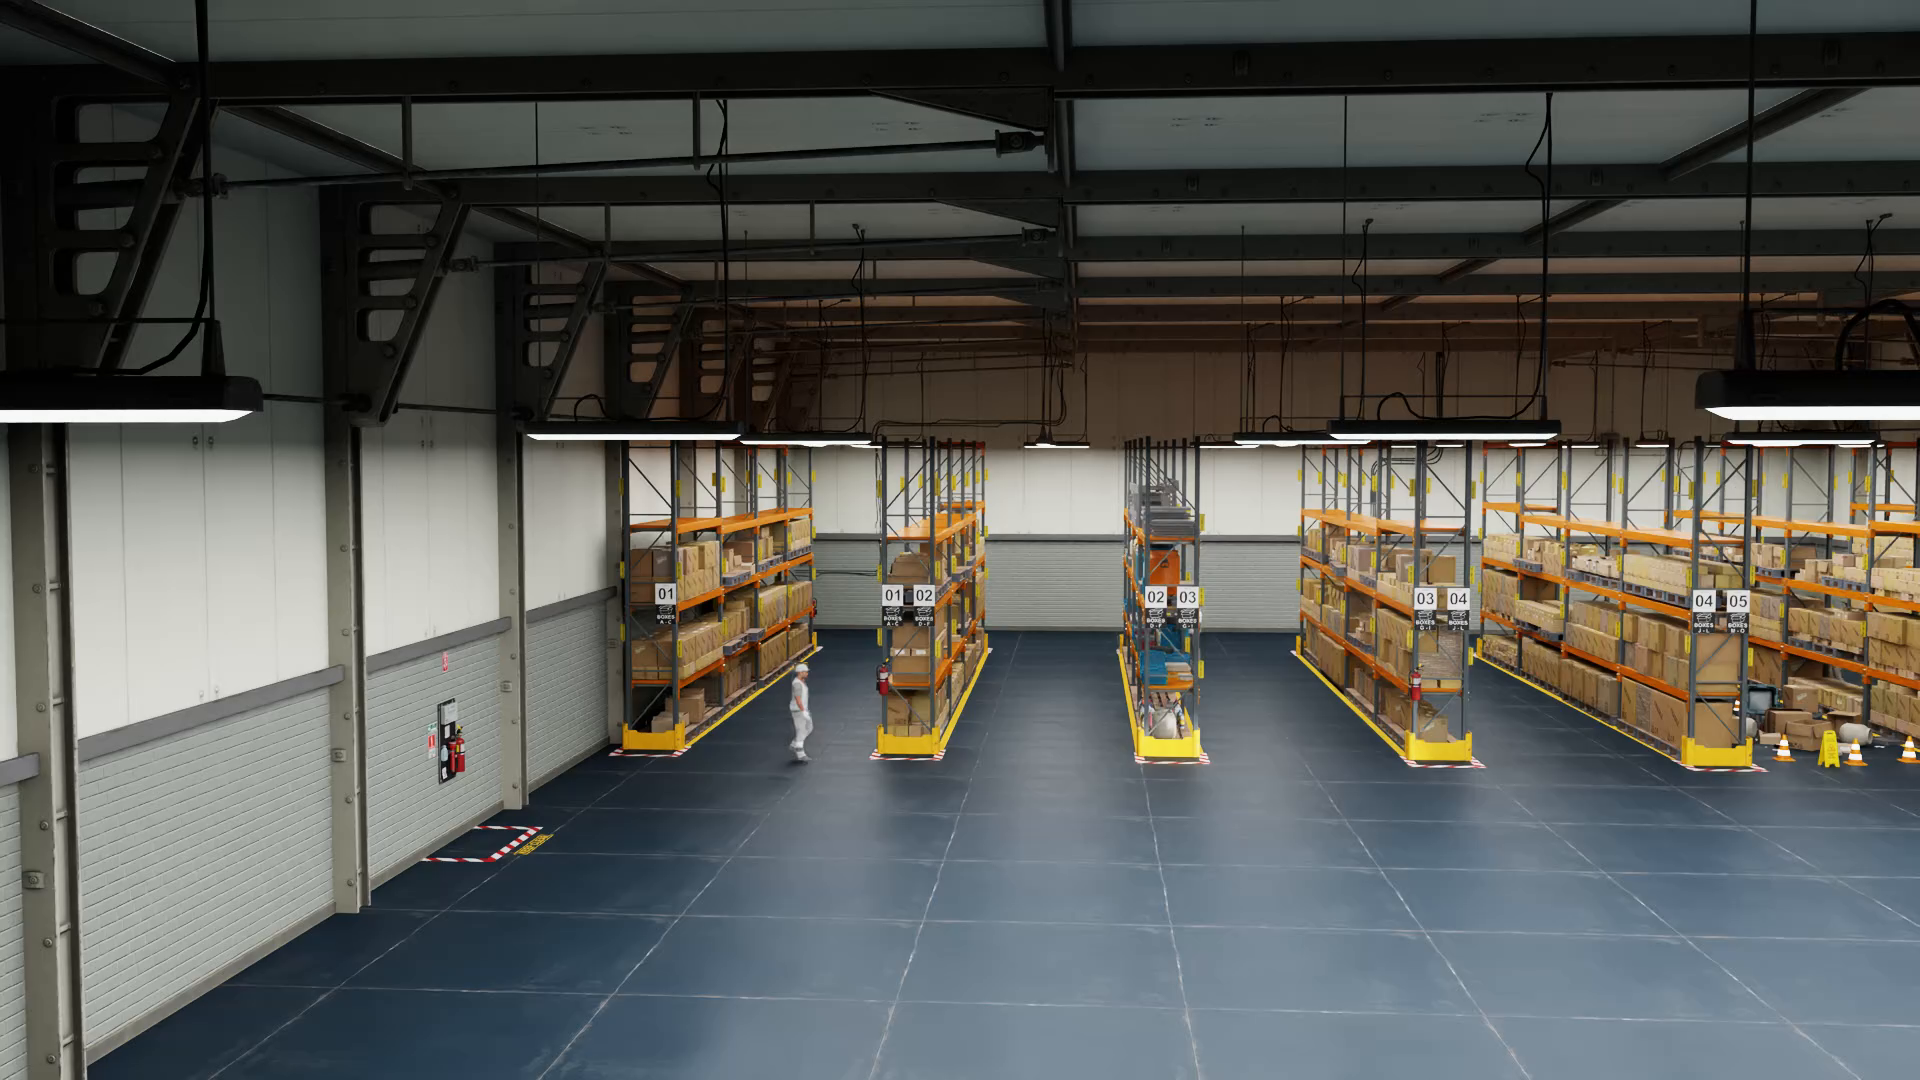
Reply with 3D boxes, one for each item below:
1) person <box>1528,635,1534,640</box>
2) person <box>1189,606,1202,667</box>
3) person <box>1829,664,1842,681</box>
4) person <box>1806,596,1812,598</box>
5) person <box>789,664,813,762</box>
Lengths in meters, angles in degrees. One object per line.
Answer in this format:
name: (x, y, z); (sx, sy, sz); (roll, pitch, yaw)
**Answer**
person: (16.582, 2.242, 48.926); (0.612, 1.702, 0.526); (-2, 4, -35)
person: (6.208, 2.472, 44.118); (0.428, 1.769, 0.622); (-2, 3, -29)
person: (21.189, 2.707, 40.428); (0.540, 1.730, 0.498); (-2, 4, -34)
person: (23.895, 2.396, 46.893); (0.850, 1.620, 0.505); (0, 3, 3)
person: (-2.952, 3.183, 30.839); (0.506, 1.788, 0.750); (0, 3, 6)
